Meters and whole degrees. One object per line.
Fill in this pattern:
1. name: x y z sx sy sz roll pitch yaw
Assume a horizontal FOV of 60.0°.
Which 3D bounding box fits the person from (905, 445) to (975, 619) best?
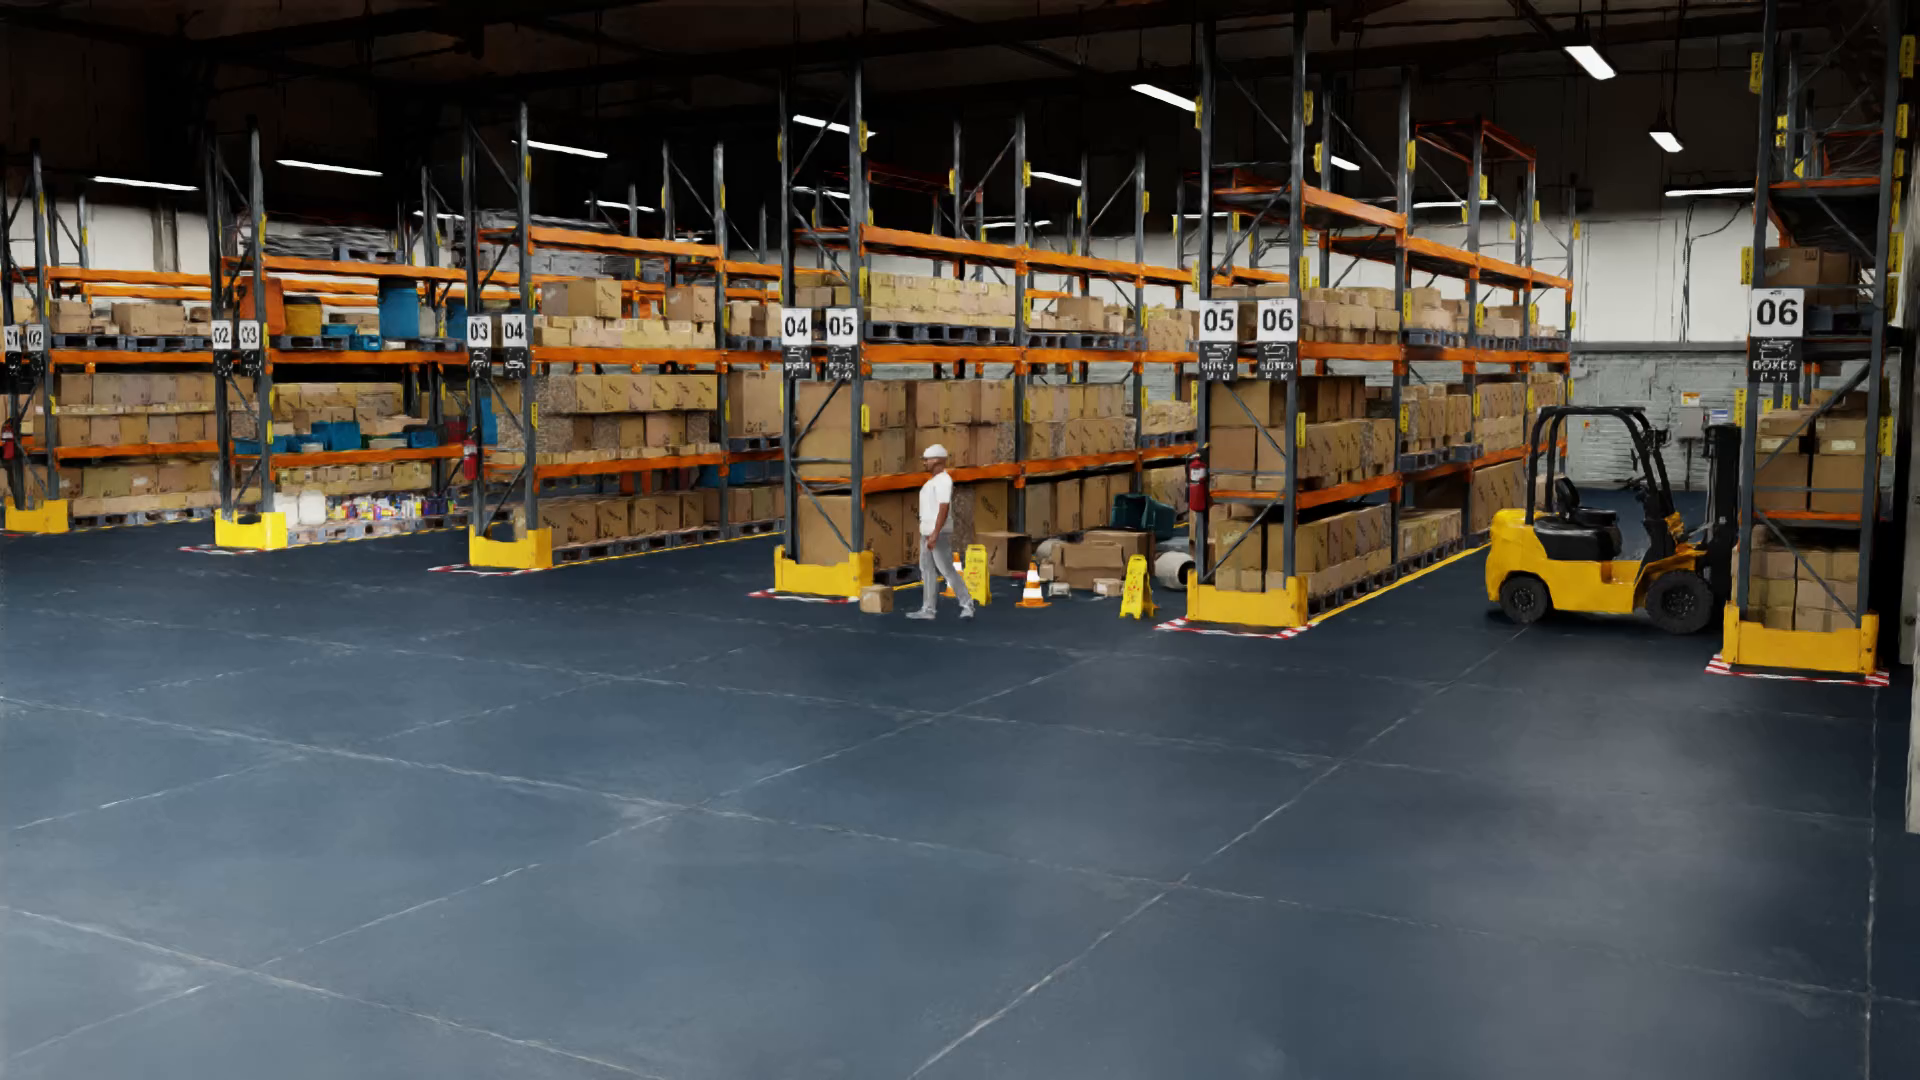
1. person: -0.200 -0.078 16.803 0.683 1.758 0.671 -1 6 -14
